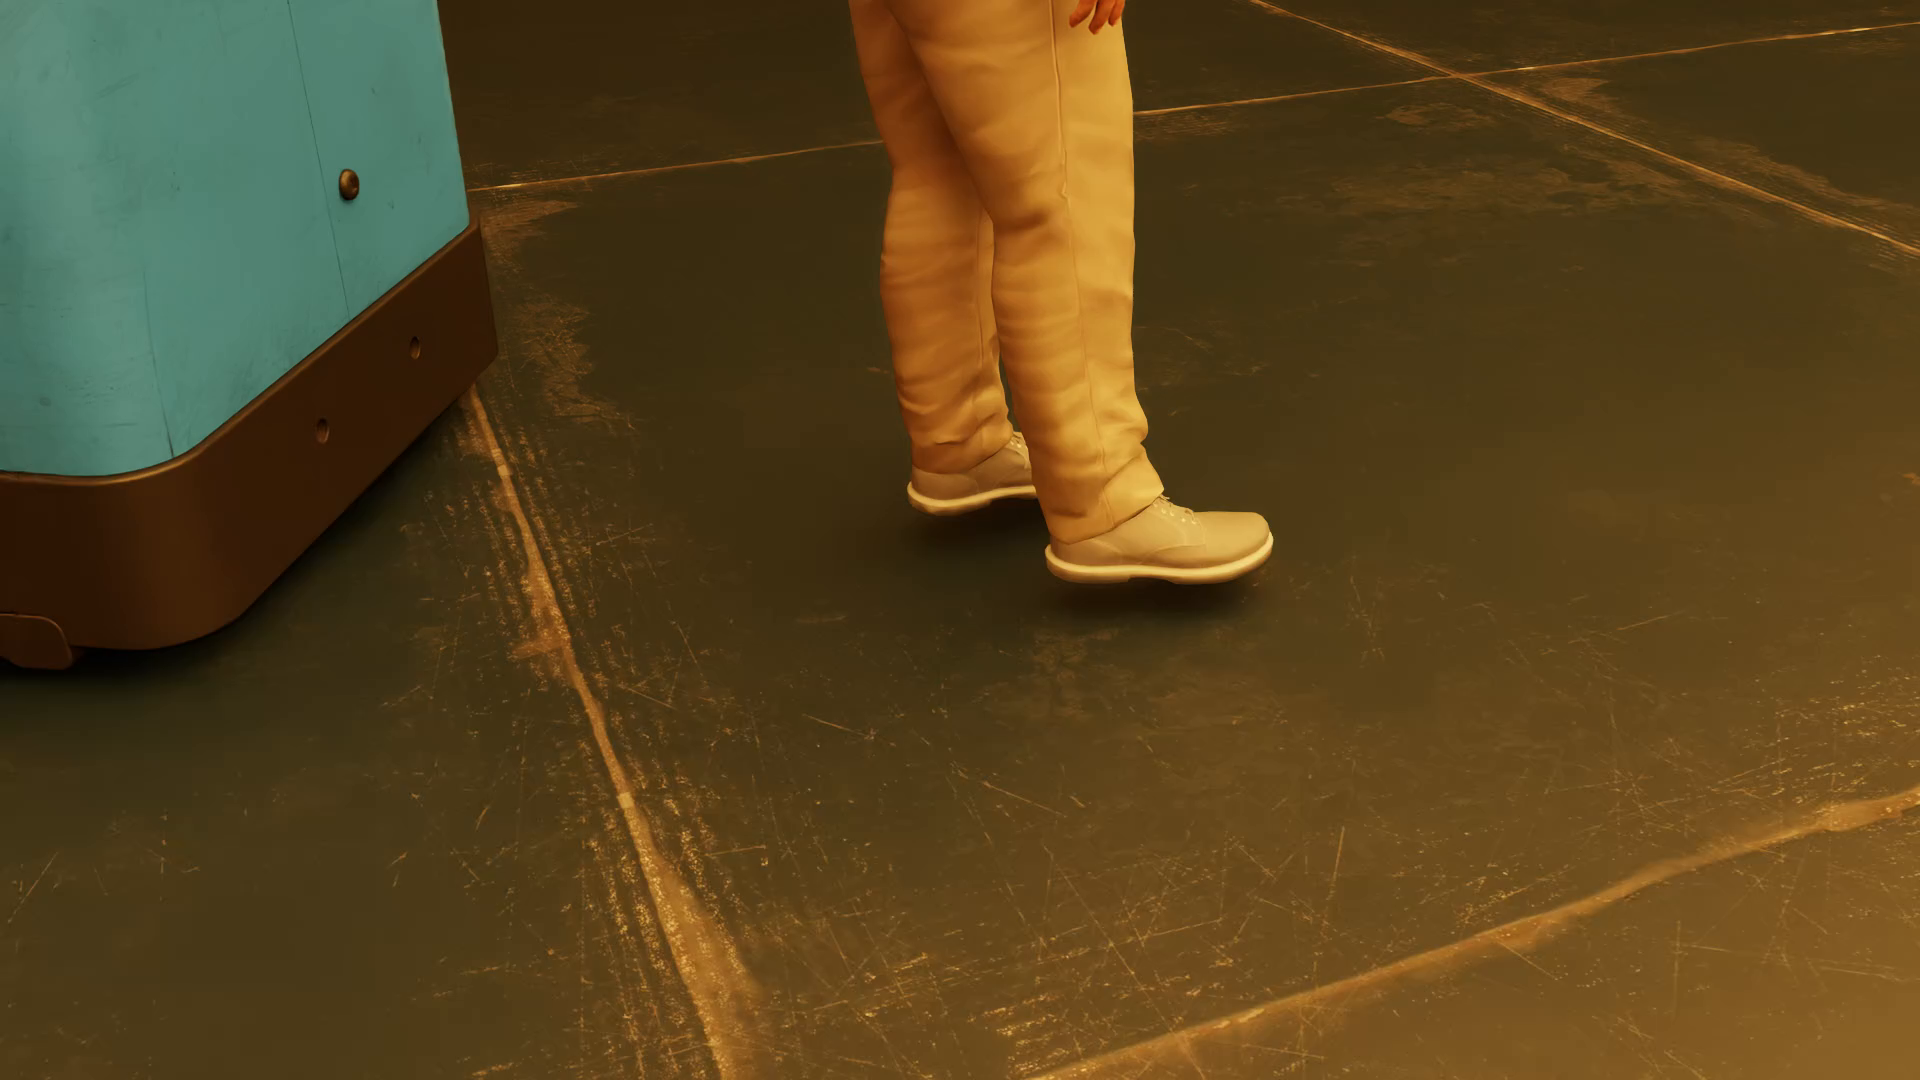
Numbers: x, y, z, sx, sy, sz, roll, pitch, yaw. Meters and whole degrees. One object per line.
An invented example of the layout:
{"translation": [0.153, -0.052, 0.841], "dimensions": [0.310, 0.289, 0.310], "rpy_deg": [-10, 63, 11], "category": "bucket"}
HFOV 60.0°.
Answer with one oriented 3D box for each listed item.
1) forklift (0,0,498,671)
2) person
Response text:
{"translation": [-2.375, -1.434, 2.056], "dimensions": [3.031, 2.935, 1.130], "rpy_deg": [4, 30, 8], "category": "forklift"}
{"translation": [0.088, -0.803, 2.068], "dimensions": [0.551, 1.728, 0.640], "rpy_deg": [-11, 32, -19], "category": "person"}
